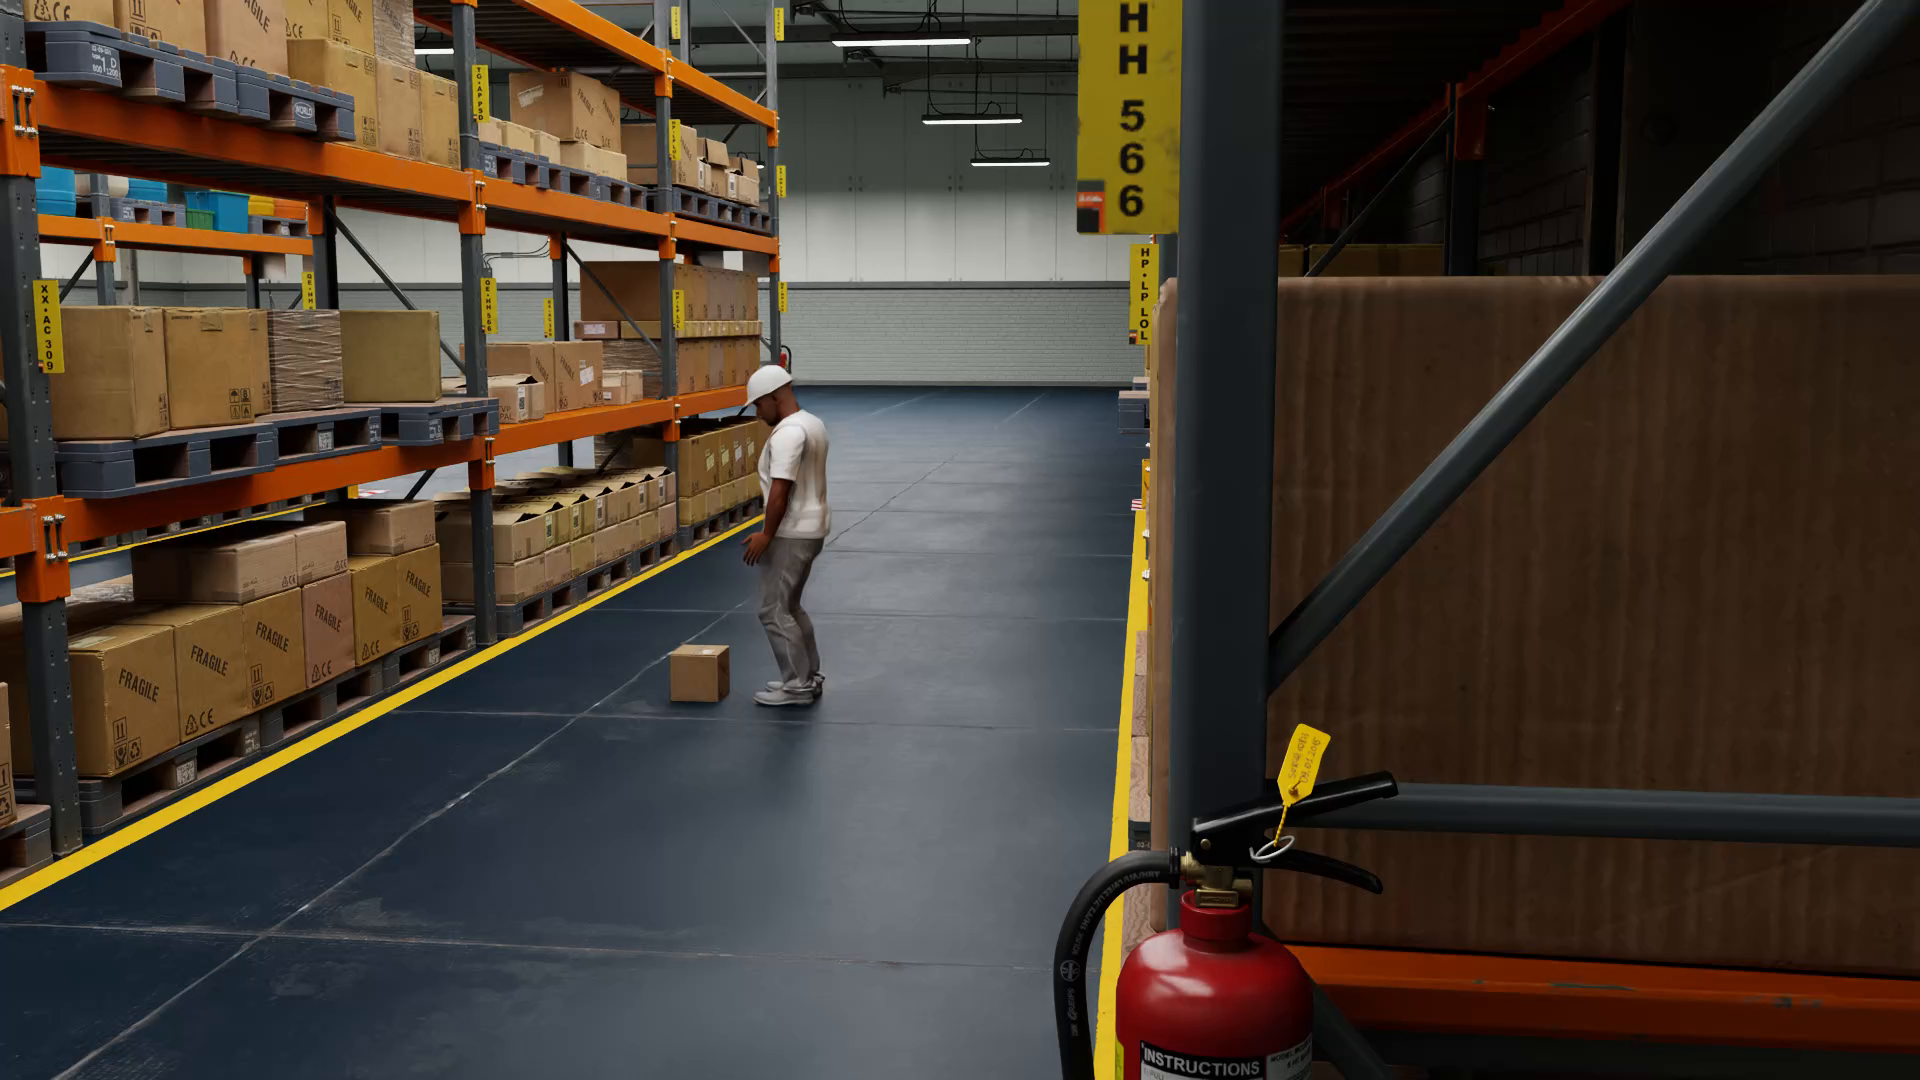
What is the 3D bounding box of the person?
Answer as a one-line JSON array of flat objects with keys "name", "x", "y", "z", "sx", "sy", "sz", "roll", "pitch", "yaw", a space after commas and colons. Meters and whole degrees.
[{"name": "person", "x": -0.891, "y": -0.025, "z": 8.527, "sx": 0.422, "sy": 1.732, "sz": 0.584, "roll": 1, "pitch": 8, "yaw": 8}]
